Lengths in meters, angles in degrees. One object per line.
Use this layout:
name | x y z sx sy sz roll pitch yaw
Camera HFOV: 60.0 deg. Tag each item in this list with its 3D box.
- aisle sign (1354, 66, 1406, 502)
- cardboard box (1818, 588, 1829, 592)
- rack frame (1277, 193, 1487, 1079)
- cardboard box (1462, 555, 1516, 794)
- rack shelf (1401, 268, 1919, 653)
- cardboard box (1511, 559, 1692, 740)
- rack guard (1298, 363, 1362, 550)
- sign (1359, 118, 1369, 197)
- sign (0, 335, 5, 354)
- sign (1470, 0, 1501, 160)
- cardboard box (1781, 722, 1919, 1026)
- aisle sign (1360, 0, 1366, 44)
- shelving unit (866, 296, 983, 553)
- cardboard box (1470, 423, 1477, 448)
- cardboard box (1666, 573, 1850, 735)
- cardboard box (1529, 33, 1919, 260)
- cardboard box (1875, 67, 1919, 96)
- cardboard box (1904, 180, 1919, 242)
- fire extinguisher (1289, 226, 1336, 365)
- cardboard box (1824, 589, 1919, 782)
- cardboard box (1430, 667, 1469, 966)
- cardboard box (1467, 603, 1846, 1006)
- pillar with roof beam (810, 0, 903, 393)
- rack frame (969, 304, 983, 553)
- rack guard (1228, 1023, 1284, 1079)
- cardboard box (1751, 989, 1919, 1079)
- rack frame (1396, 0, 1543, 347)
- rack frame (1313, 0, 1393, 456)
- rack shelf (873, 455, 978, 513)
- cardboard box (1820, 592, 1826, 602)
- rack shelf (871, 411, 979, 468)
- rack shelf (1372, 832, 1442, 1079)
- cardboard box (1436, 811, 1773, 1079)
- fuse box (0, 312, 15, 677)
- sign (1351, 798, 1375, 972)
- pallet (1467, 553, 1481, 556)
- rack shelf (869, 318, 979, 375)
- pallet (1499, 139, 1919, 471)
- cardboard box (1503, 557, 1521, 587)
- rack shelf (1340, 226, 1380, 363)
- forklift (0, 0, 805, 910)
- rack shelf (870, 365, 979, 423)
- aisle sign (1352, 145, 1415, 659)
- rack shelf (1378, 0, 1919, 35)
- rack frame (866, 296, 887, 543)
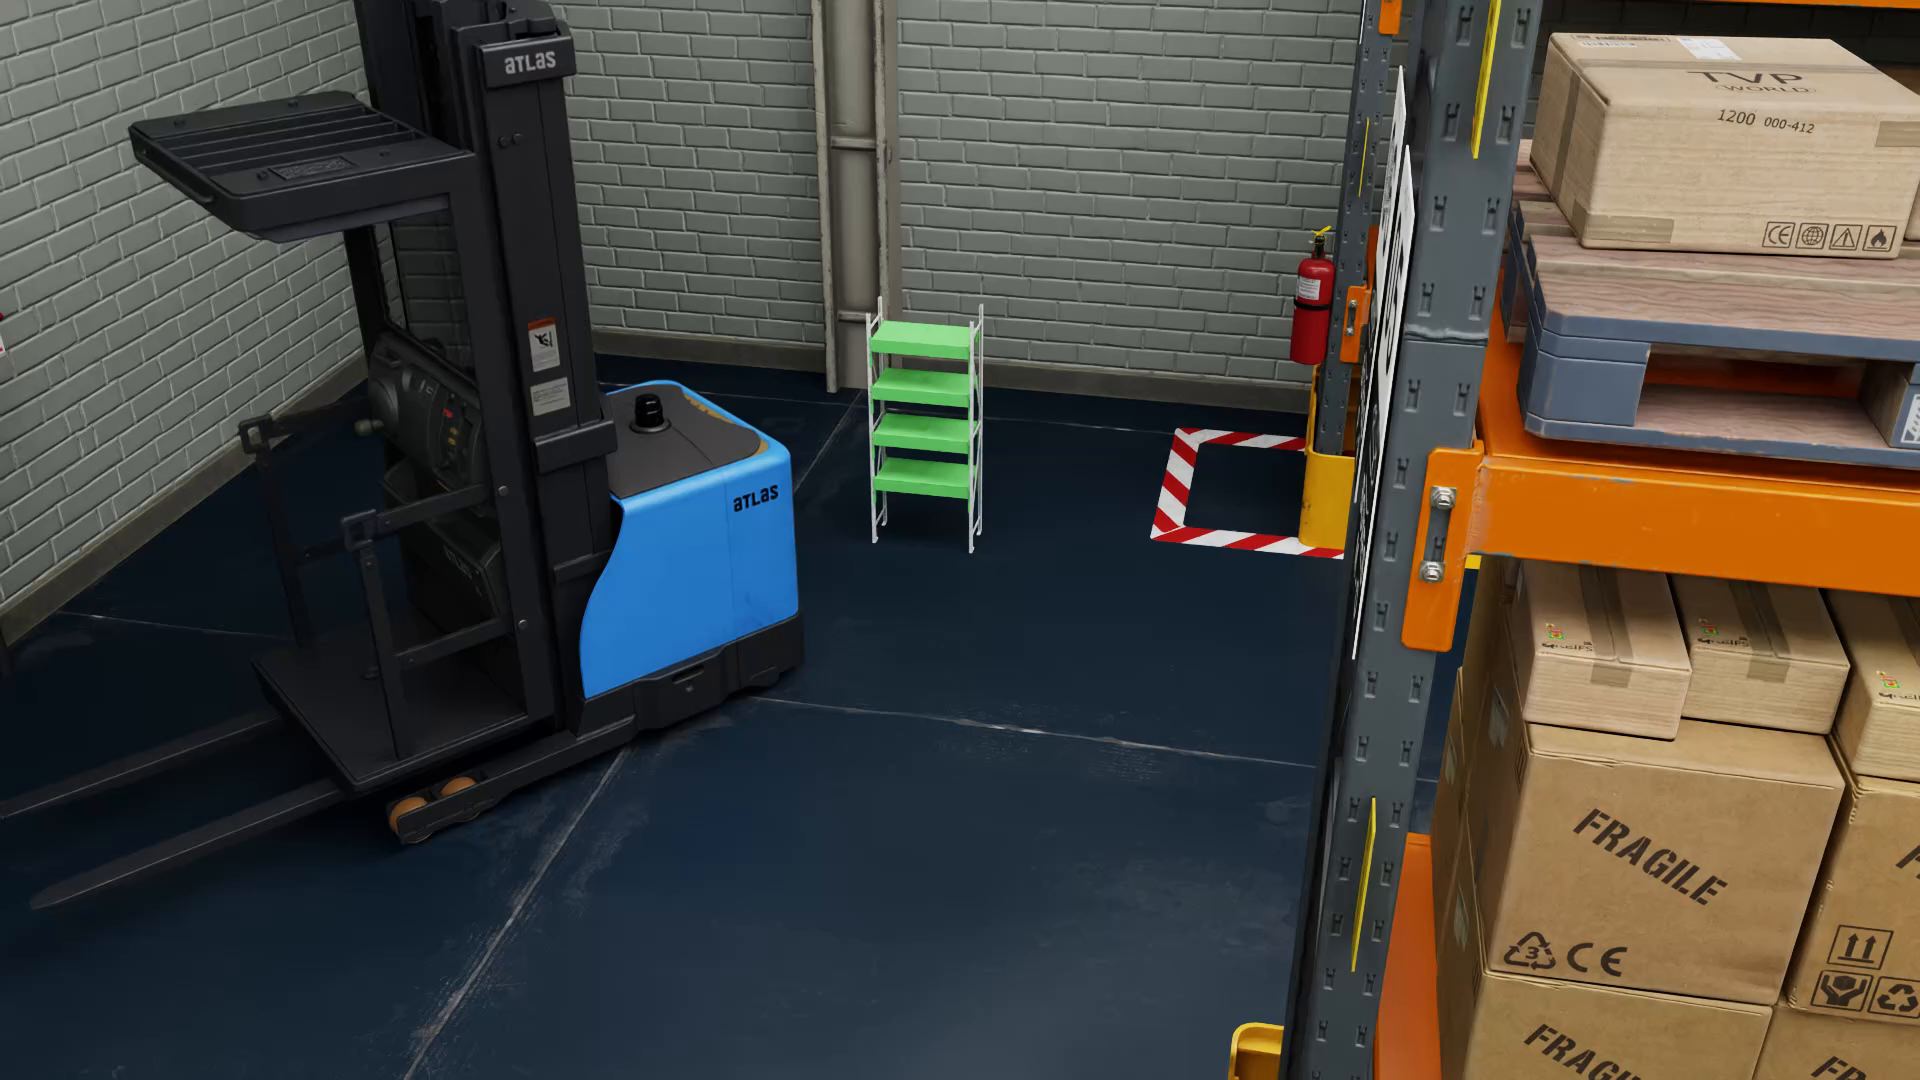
aisle sign | 0.844 -0.514 3.359 0.004 0.787 0.394 6 29 11
cardboard box | 1.766 -0.046 3.389 0.250 0.149 0.380 6 29 10
rack frame | 0.850 0.779 3.704 0.127 3.000 1.000 6 29 11
cardboard box | 1.371 0.233 3.556 0.500 0.500 0.500 7 29 12
rack shelf | 2.806 -0.021 2.790 4.000 0.370 1.077 6 29 11
cardboard box | 1.139 0.177 2.981 0.250 0.149 0.380 6 29 12
rack guard | 1.957 -0.449 8.549 0.348 0.500 1.175 6 29 11
sign | 1.769 -1.678 7.289 0.005 0.325 0.100 6 29 11
sign | -4.188 -0.959 6.976 0.001 0.494 0.329 6 29 11
sign | 0.728 -0.695 2.280 0.005 0.325 0.100 6 29 11
cardboard box | 1.766 0.527 3.019 0.500 0.500 0.500 5 29 9
aisle sign | 1.755 -2.562 7.099 0.004 0.787 0.394 6 29 11
shelving unit | -0.162 -0.543 7.992 0.503 1.200 0.258 6 29 11
cardboard box | 2.461 -0.536 8.268 0.637 0.503 0.797 5 29 9
cardboard box | 1.410 0.170 2.995 0.250 0.149 0.380 7 29 12
cardboard box | 1.309 -0.696 2.890 0.500 0.250 0.500 3 29 6
cardboard box | 4.394 -1.819 7.515 0.500 0.500 0.500 5 29 9
cardboard box | 1.735 -0.647 2.906 0.250 0.149 0.380 4 29 7
fire extinguisher | 1.642 -1.153 7.701 0.183 0.674 0.296 6 29 11
cardboard box | 1.640 0.250 2.849 0.250 0.149 0.380 7 29 12
cardboard box | 1.377 0.659 3.819 0.500 0.500 0.500 6 29 11
cardboard box | 1.260 0.478 3.107 0.500 0.500 0.500 5 29 9
pillar with roof beam | -1.465 -2.856 4.096 0.400 9.000 9.100 6 29 11
rack frame | 0.077 -0.518 7.947 0.015 1.200 0.240 6 29 11
rack guard | 0.826 1.873 4.309 0.348 0.500 1.175 6 29 11
cardboard box | 1.760 0.956 3.277 0.500 0.500 0.500 5 29 10
rack frame | 0.850 -1.853 2.263 0.127 3.000 1.000 6 29 11
rack frame | 1.883 -1.553 7.962 0.127 3.000 1.000 6 29 11
rack shelf | -0.162 -0.276 8.138 0.480 0.148 0.258 6 29 11
cardboard box | 1.888 0.272 3.485 0.500 0.500 0.500 6 29 11
rack shelf | -0.162 -0.487 8.023 0.480 0.148 0.258 6 29 11
rack shelf | 2.806 1.295 3.510 4.000 0.370 1.077 6 29 11
cardboard box | 1.259 0.918 3.346 0.500 0.500 0.500 6 29 10
fuse box | -4.088 -0.182 6.801 0.414 1.711 0.539 6 29 11
sign | 0.728 0.624 3.002 0.005 0.325 0.100 6 29 11
pallet | 2.737 -0.242 8.473 1.213 0.211 1.003 6 29 11
rack shelf | -0.162 -0.908 7.792 0.480 0.148 0.258 6 29 11
pallet | 1.577 -0.429 2.878 1.213 0.211 1.003 6 29 11
cardboard box | 1.242 -0.046 3.390 0.250 0.149 0.380 6 29 11
rack shelf | 3.838 -1.037 7.769 4.000 0.370 1.077 6 29 11
forklift | -2.130 -0.445 6.010 3.031 2.935 1.130 -22 35 -34
rack shelf | -0.162 -0.697 7.908 0.480 0.148 0.258 6 29 11
aisle sign | 0.719 -0.233 2.844 0.004 0.787 0.394 6 29 11
rack shelf | 3.838 -2.352 7.049 4.000 0.370 1.077 6 29 11
rack frame | -0.401 -0.567 8.037 0.015 1.200 0.240 6 29 11
